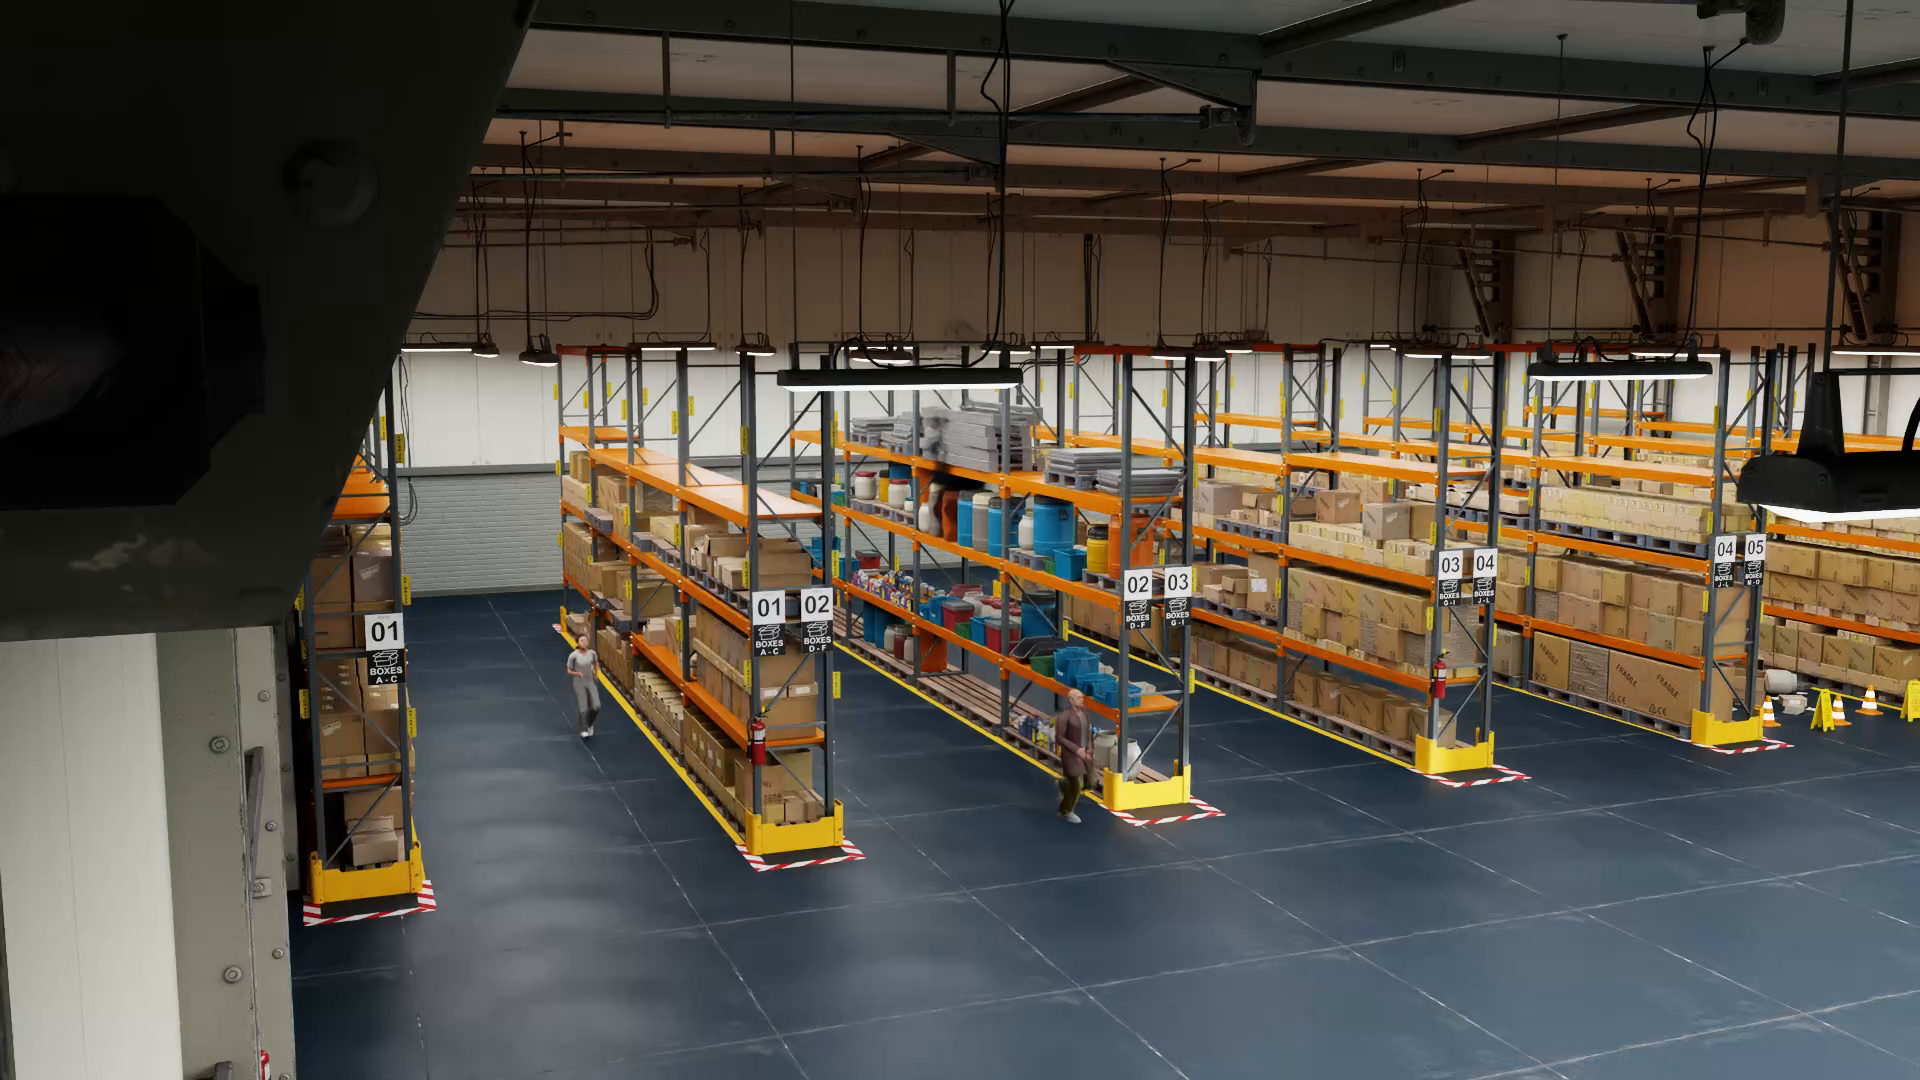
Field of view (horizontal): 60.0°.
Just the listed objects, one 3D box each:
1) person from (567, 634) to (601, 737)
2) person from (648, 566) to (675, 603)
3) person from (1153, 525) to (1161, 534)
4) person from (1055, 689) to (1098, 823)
[{"bbox_3d":[-5.767,2.256,25.655,0.553,1.628,0.564,-4,8,-29],"label":"person"},{"bbox_3d":[-6.521,0.950,35.998,0.729,1.682,0.703,3,8,21],"label":"person"},{"bbox_3d":[4.603,0.339,40.957,0.521,1.628,0.744,-6,9,-37],"label":"person"},{"bbox_3d":[1.486,2.768,21.420,0.704,1.743,0.739,7,10,43],"label":"person"}]
